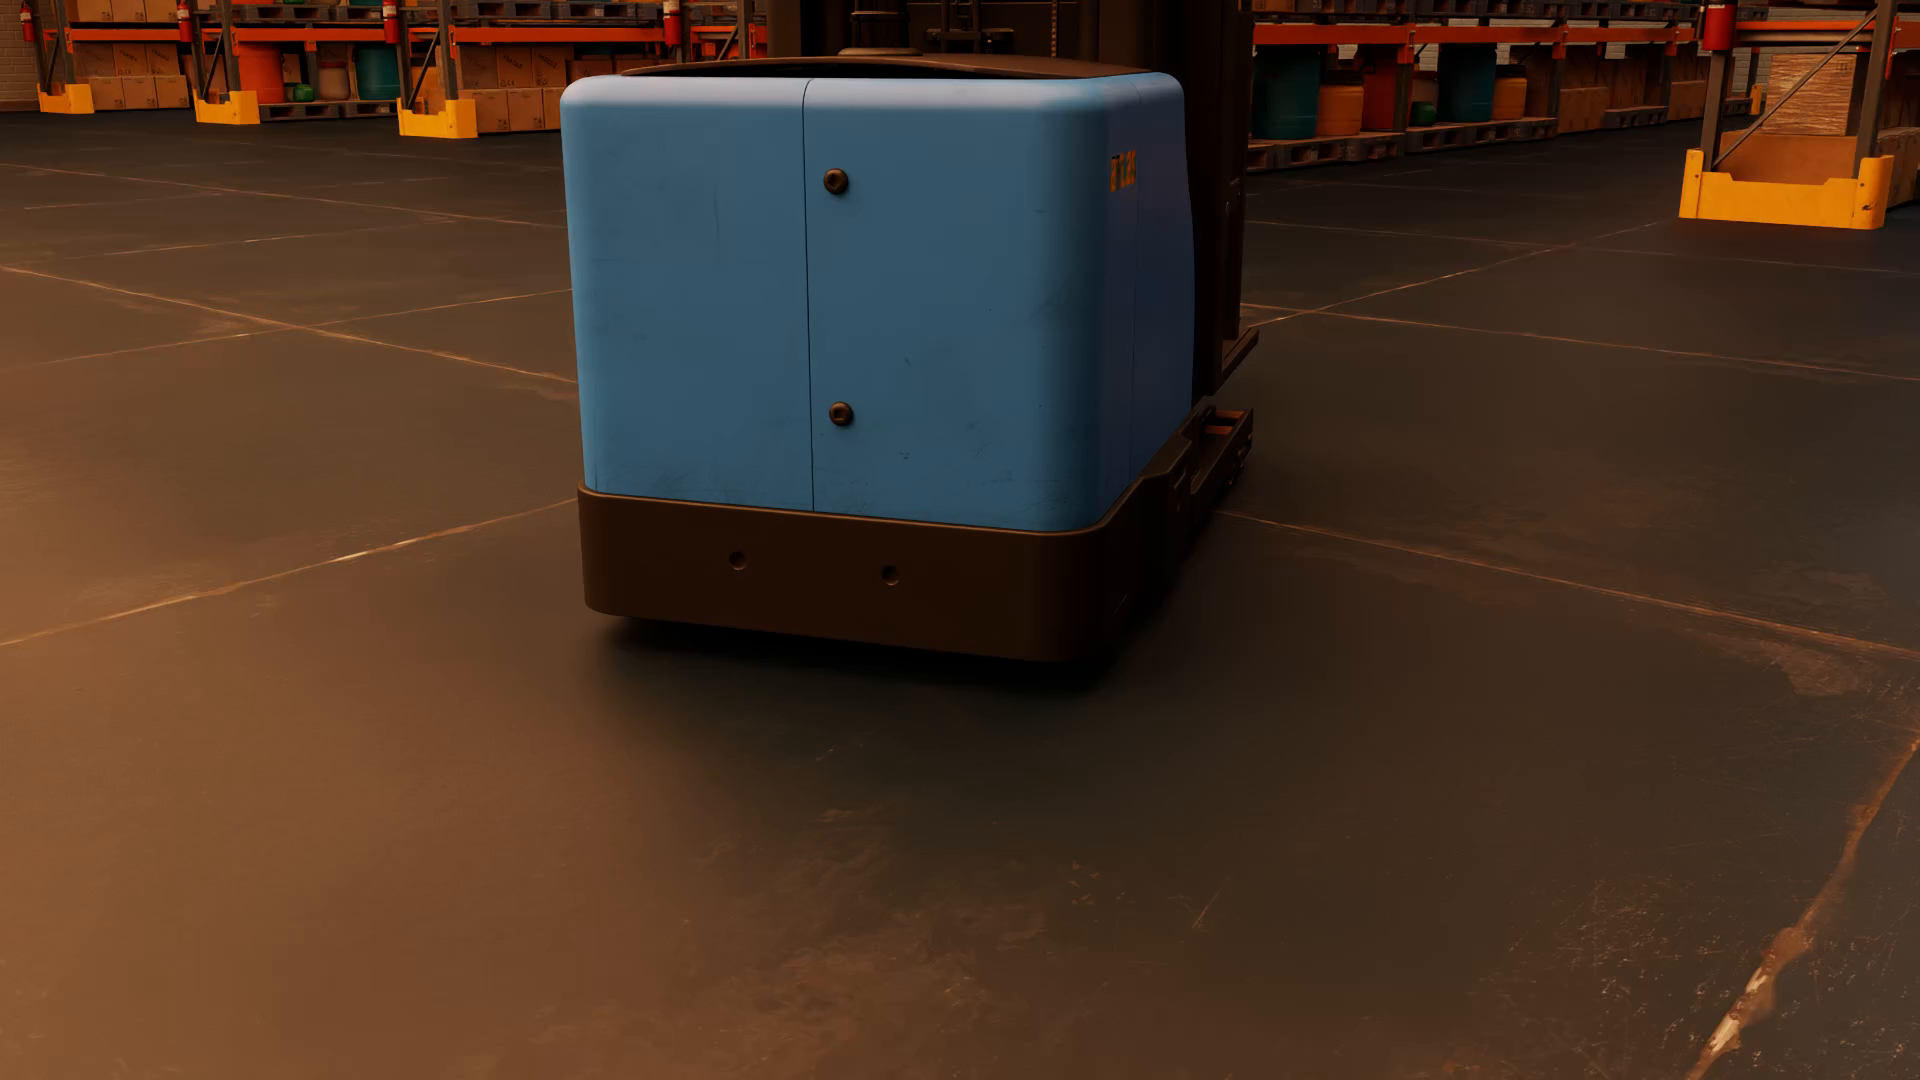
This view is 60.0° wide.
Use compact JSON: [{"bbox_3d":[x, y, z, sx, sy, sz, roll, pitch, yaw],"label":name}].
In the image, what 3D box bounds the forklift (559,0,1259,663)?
[{"bbox_3d":[0.182,-1.571,4.072,1.130,2.935,3.031,5,18,17],"label":"forklift"}]
